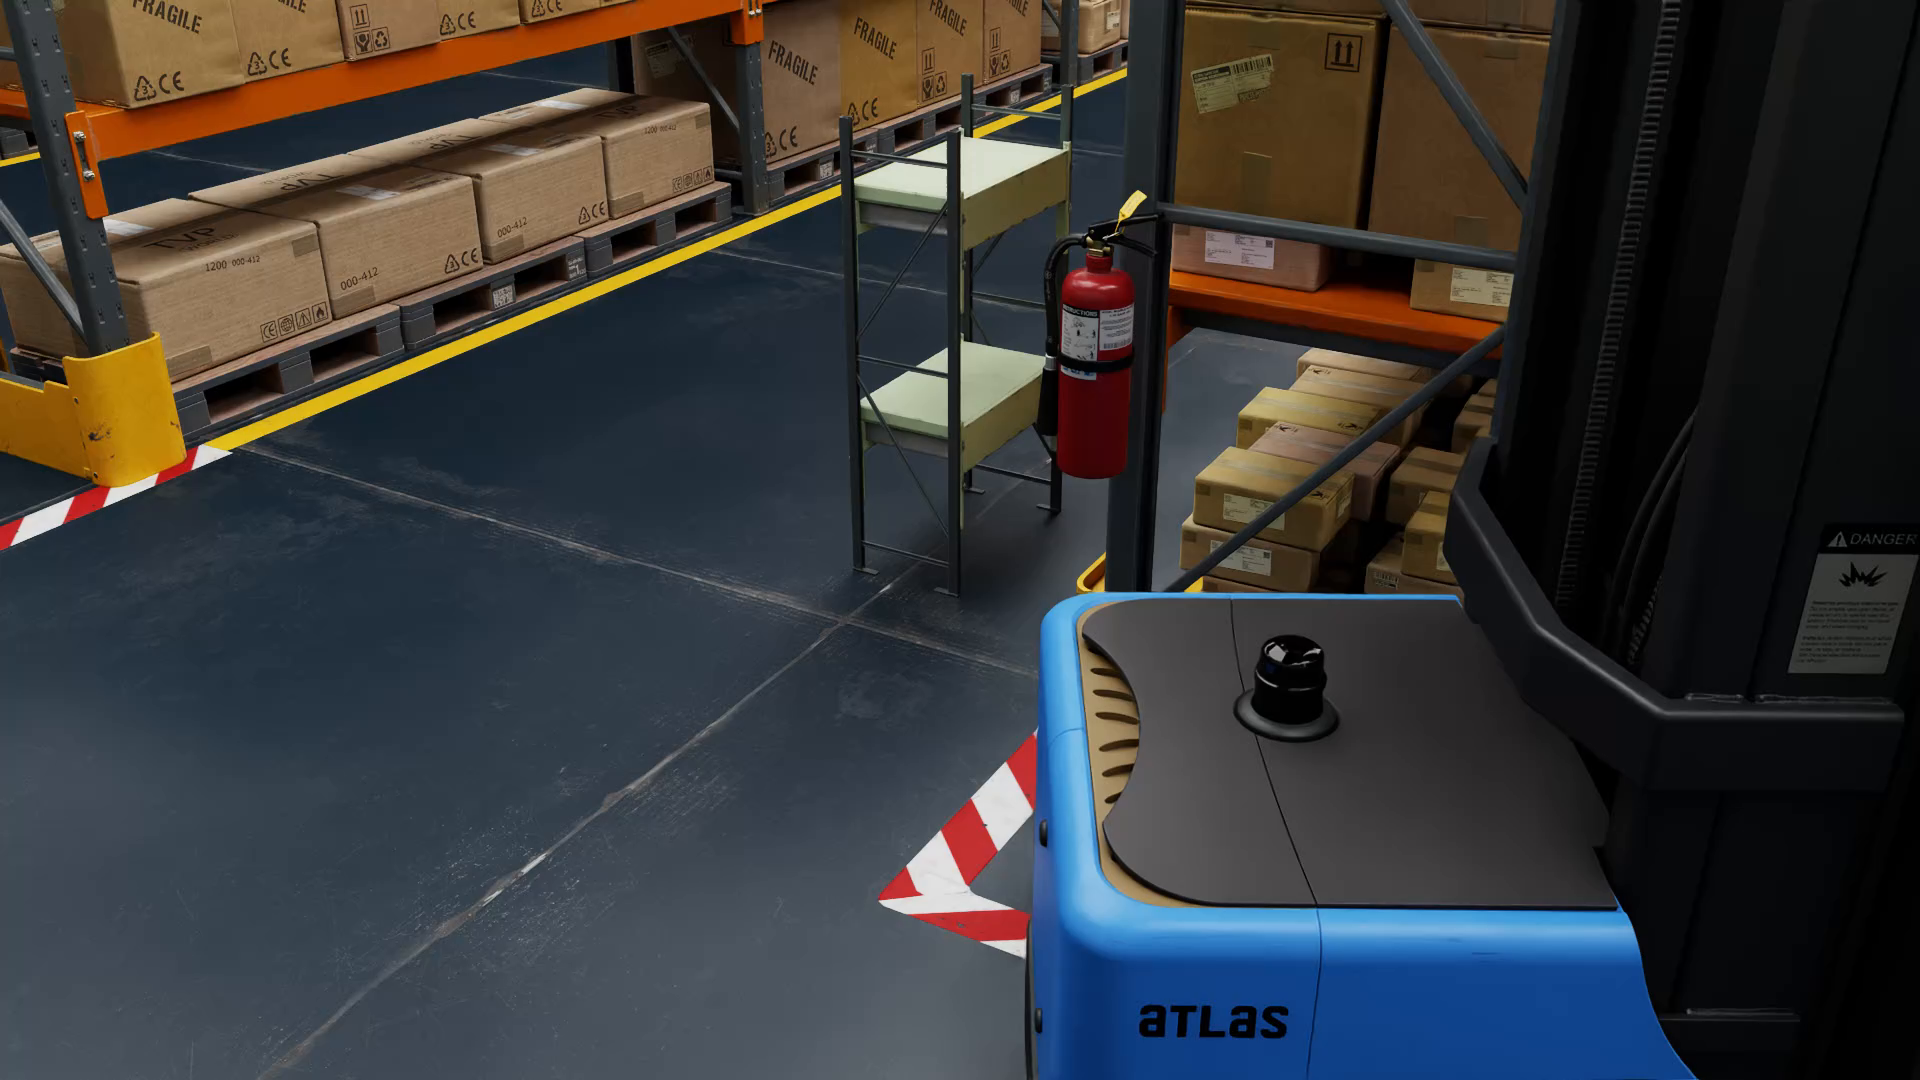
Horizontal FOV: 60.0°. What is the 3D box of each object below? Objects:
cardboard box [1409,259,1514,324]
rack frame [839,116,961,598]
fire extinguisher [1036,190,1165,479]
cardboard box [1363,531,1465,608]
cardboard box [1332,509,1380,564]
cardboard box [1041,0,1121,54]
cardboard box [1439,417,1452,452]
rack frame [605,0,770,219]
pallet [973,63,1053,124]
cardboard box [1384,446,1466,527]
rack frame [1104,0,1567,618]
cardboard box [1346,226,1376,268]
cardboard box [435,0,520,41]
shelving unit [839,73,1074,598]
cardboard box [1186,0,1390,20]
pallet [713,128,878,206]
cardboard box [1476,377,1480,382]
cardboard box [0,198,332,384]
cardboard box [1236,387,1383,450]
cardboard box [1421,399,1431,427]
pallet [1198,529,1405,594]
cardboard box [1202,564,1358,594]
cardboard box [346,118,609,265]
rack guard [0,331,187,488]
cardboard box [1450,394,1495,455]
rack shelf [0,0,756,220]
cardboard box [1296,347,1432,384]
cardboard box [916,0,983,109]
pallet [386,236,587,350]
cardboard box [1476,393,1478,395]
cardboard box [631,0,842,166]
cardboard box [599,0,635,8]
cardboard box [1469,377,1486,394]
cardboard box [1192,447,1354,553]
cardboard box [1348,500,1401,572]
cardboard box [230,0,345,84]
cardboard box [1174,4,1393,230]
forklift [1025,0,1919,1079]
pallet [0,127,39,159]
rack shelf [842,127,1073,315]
[{"bbox_3d":[1.287,-0.619,3.916,0.380,0.149,0.250,14,30,26],"label":"cardboard box"},{"bbox_3d":[-0.177,-0.531,5.135,0.400,1.500,0.023,14,30,26],"label":"rack frame"},{"bbox_3d":[0.317,-0.479,3.860,0.296,0.674,0.183,14,30,26],"label":"fire extinguisher"},{"bbox_3d":[1.324,0.129,4.525,0.380,0.149,0.250,16,31,28],"label":"cardboard box"},{"bbox_3d":[1.029,-0.082,4.946,0.380,0.149,0.250,13,30,25],"label":"cardboard box"},{"bbox_3d":[0.705,-4.076,13.009,0.950,0.372,0.625,12,29,23],"label":"cardboard box"},{"bbox_3d":[1.496,-0.362,5.838,0.380,0.149,0.250,15,30,27],"label":"cardboard box"},{"bbox_3d":[-1.549,-3.287,8.965,1.000,3.000,0.127,14,30,26],"label":"rack frame"},{"bbox_3d":[-0.035,-3.308,12.123,1.003,0.211,1.213,14,30,26],"label":"pallet"},{"bbox_3d":[1.427,-0.120,4.689,0.380,0.149,0.250,15,30,27],"label":"cardboard box"},{"bbox_3d":[0.842,-0.677,3.752,1.000,3.000,0.127,14,30,26],"label":"rack frame"},{"bbox_3d":[0.912,-0.843,4.363,0.380,0.149,0.250,14,30,26],"label":"cardboard box"},{"bbox_3d":[-2.309,-2.493,7.267,0.500,0.500,0.500,15,30,28],"label":"cardboard box"},{"bbox_3d":[0.003,-0.673,5.419,0.431,1.500,0.755,14,30,26],"label":"shelving unit"},{"bbox_3d":[0.851,-1.535,3.905,0.500,0.500,0.500,14,30,25],"label":"cardboard box"},{"bbox_3d":[-1.235,-2.357,10.223,1.003,0.211,1.213,14,30,26],"label":"pallet"},{"bbox_3d":[1.748,-0.699,6.179,0.380,0.149,0.250,14,30,26],"label":"cardboard box"},{"bbox_3d":[-3.279,-1.049,6.888,0.875,0.438,0.875,13,29,24],"label":"cardboard box"},{"bbox_3d":[1.073,-0.333,5.114,0.380,0.149,0.250,13,30,25],"label":"cardboard box"},{"bbox_3d":[1.351,-0.399,5.580,0.380,0.149,0.250,15,30,27],"label":"cardboard box"},{"bbox_3d":[1.310,0.231,5.052,1.003,0.211,1.213,14,30,26],"label":"pallet"},{"bbox_3d":[0.920,0.159,4.798,0.380,0.149,0.250,15,30,27],"label":"cardboard box"},{"bbox_3d":[-2.391,-1.759,8.306,0.875,0.438,0.875,13,29,25],"label":"cardboard box"},{"bbox_3d":[-3.529,-0.601,6.392,1.175,0.500,0.348,14,30,26],"label":"rack guard"},{"bbox_3d":[1.712,-0.304,5.058,0.380,0.149,0.250,13,29,24],"label":"cardboard box"},{"bbox_3d":[-2.533,-2.186,7.569,1.077,0.370,4.000,14,30,26],"label":"rack shelf"},{"bbox_3d":[1.339,-0.536,5.522,0.380,0.149,0.250,15,30,28],"label":"cardboard box"},{"bbox_3d":[-0.436,-3.486,11.267,0.875,0.875,0.875,15,30,27],"label":"cardboard box"},{"bbox_3d":[-2.591,-1.283,8.078,1.003,0.211,1.213,14,30,26],"label":"pallet"},{"bbox_3d":[1.917,-0.395,5.572,0.380,0.149,0.250,16,31,29],"label":"cardboard box"},{"bbox_3d":[-1.314,-2.784,9.864,0.875,0.875,0.875,15,30,28],"label":"cardboard box"},{"bbox_3d":[-1.803,-2.893,8.066,0.500,0.500,0.500,13,30,25],"label":"cardboard box"},{"bbox_3d":[1.748,-0.563,6.240,0.380,0.149,0.250,13,30,25],"label":"cardboard box"},{"bbox_3d":[0.882,-0.118,4.687,0.380,0.149,0.250,15,30,27],"label":"cardboard box"},{"bbox_3d":[1.163,-0.048,5.210,0.380,0.149,0.250,14,30,26],"label":"cardboard box"},{"bbox_3d":[-2.806,-2.100,6.482,0.500,0.500,0.500,14,30,25],"label":"cardboard box"},{"bbox_3d":[0.839,-1.087,4.126,0.500,0.500,0.500,15,30,27],"label":"cardboard box"},{"bbox_3d":[1.649,-0.032,2.540,3.031,2.935,1.130,0,27,1],"label":"forklift"},{"bbox_3d":[-6.211,-2.864,11.236,1.003,0.211,1.213,14,30,26],"label":"pallet"},{"bbox_3d":[0.003,-1.022,5.245,0.431,0.370,0.720,14,30,26],"label":"rack shelf"}]
